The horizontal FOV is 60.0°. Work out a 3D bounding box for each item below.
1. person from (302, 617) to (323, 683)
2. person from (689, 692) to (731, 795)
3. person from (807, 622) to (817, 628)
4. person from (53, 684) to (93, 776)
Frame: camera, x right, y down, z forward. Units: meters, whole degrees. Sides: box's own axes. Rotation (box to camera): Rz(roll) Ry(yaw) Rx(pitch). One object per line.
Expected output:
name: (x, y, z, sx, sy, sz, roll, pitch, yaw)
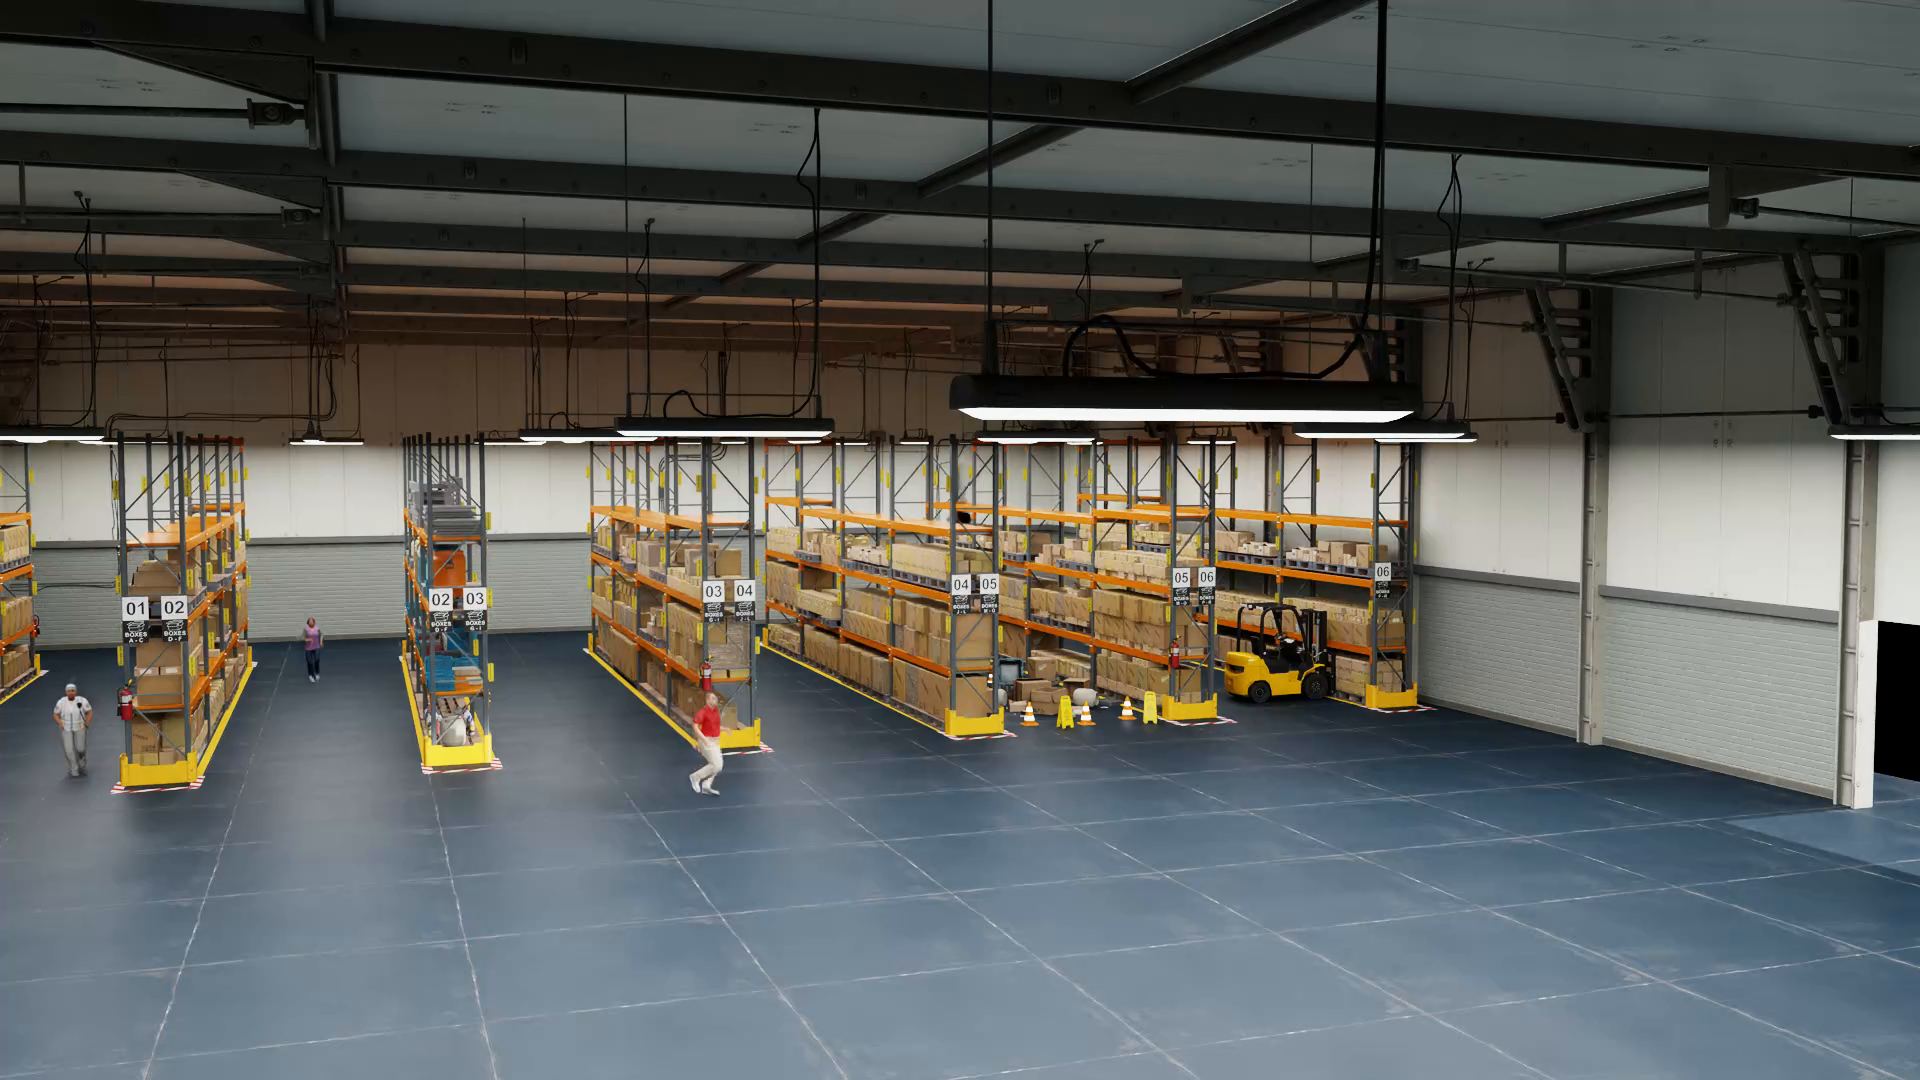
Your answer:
person: (-15.766, 2.677, 40.512, 0.507, 1.604, 0.667, -1, 3, -25)
person: (-4.108, 3.359, 27.458, 0.629, 1.696, 0.649, 1, 3, 12)
person: (-4.407, 2.157, 49.448, 0.550, 1.778, 0.603, 2, 4, 31)
person: (-15.498, 3.317, 29.053, 0.610, 1.607, 0.564, -1, 3, -21)
